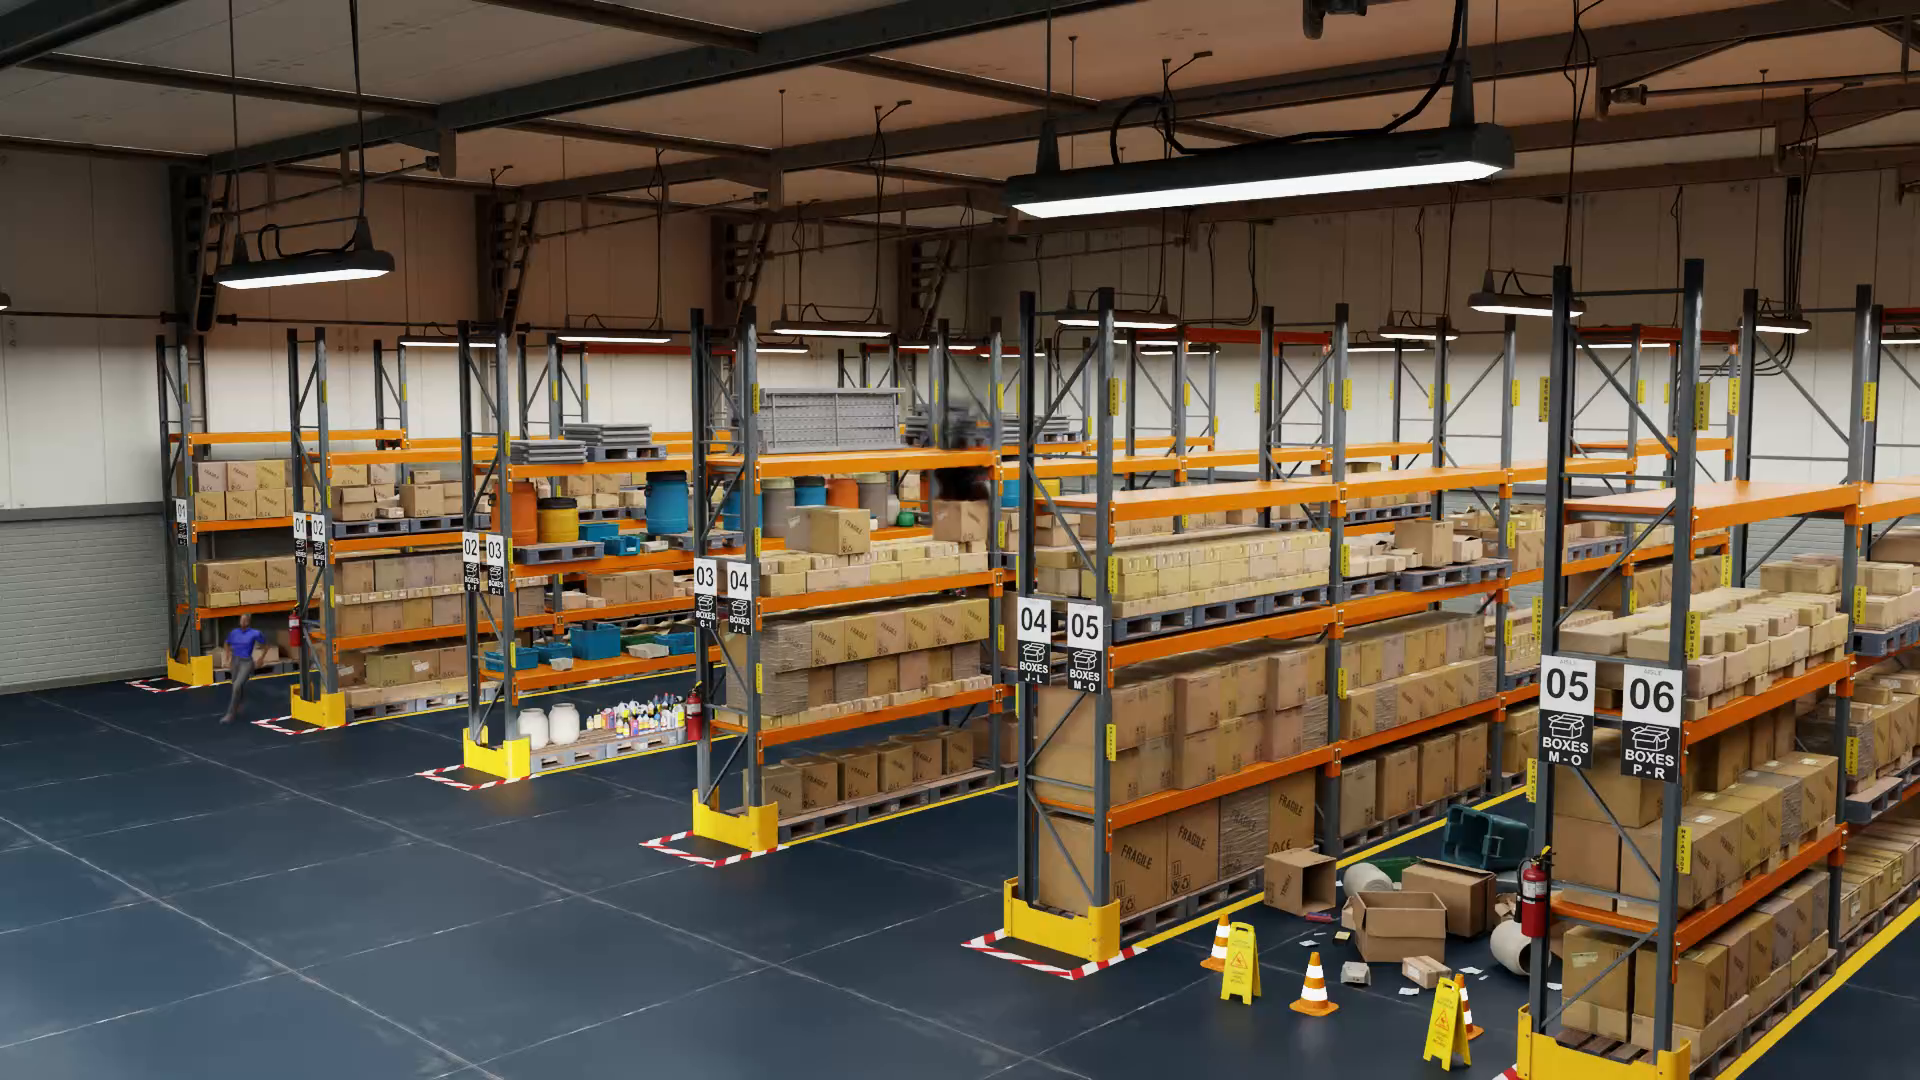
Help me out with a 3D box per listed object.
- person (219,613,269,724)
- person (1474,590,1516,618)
[{"bbox_3d":[-11.049,1.942,25.602,0.663,1.651,0.901,1,5,7],"label":"person"},{"bbox_3d":[9.309,1.579,28.919,0.716,1.746,0.662,3,6,30],"label":"person"}]
